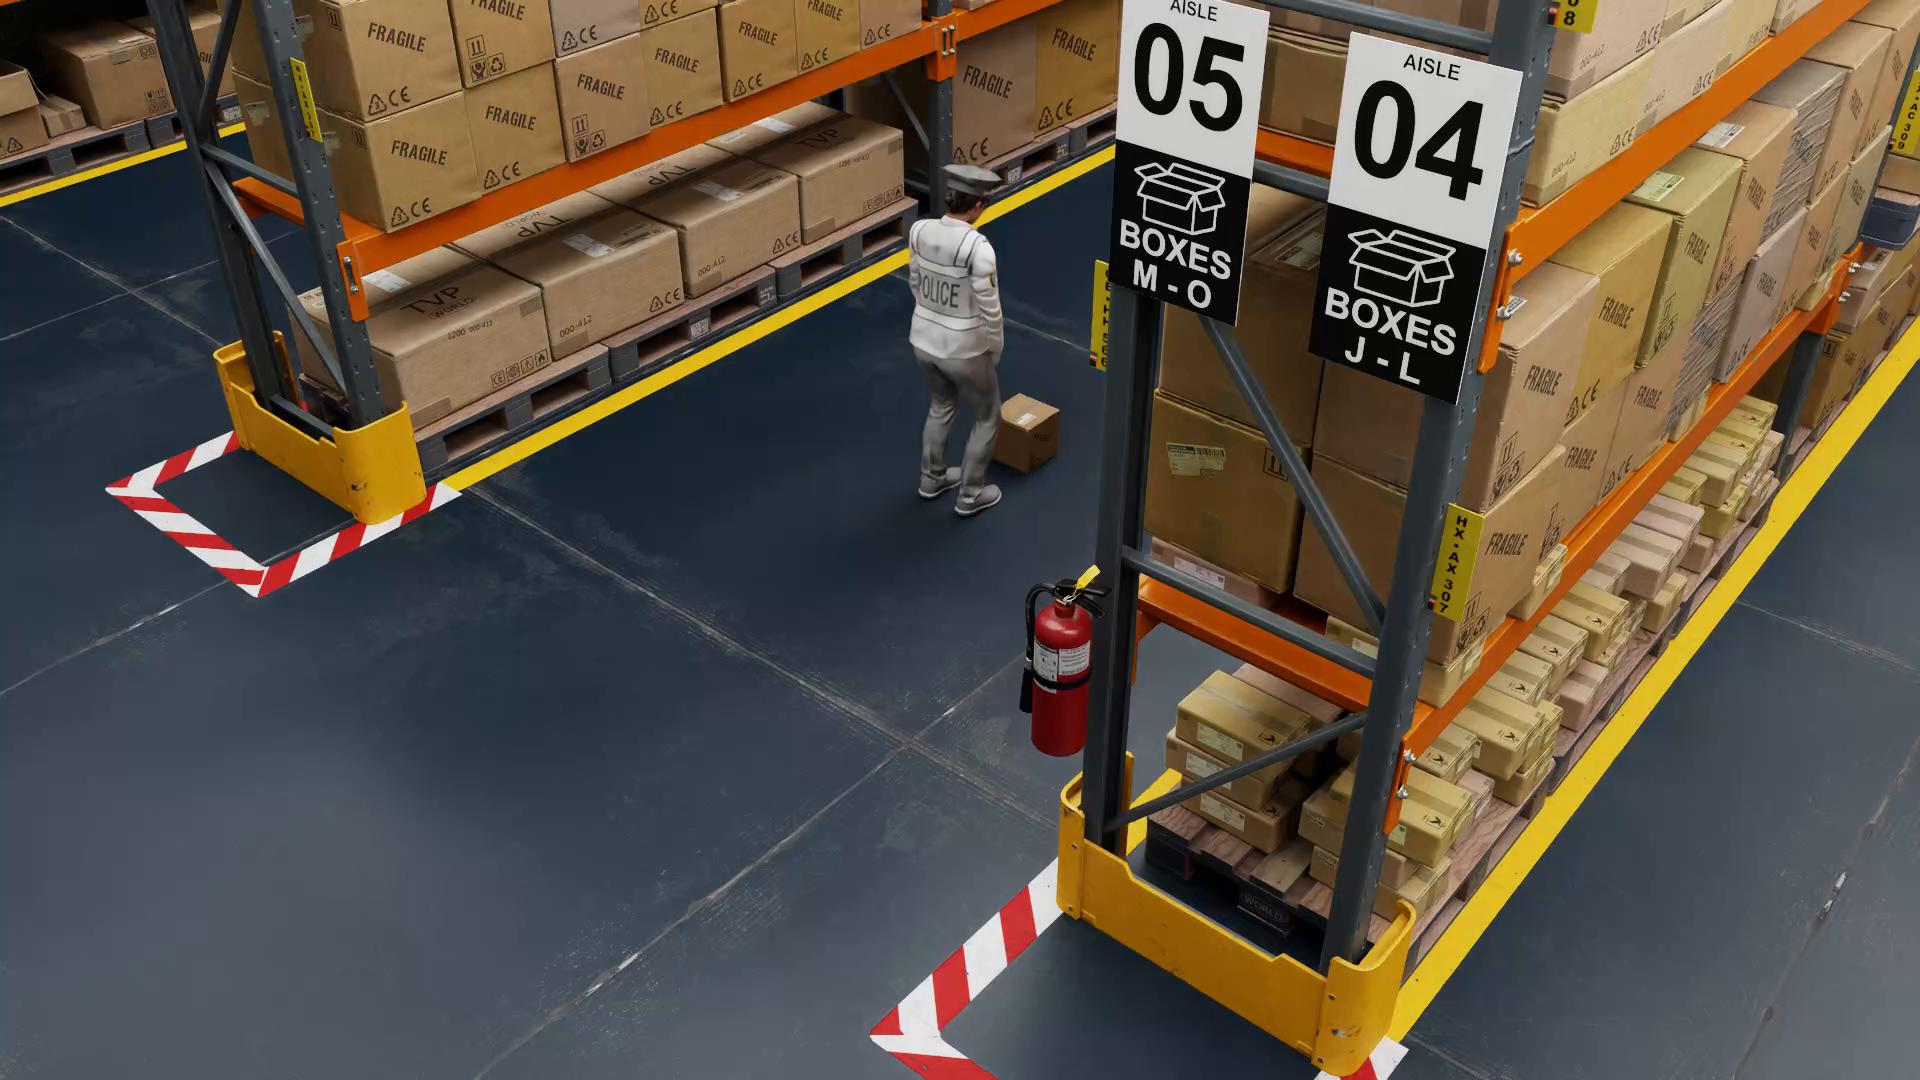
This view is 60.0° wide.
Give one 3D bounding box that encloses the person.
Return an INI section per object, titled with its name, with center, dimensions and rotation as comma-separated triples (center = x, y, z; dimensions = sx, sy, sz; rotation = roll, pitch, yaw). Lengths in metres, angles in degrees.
[person]
center = -0.014, -0.885, 7.442
dimensions = 0.500, 1.626, 0.446
rotation = 27, 43, 33
